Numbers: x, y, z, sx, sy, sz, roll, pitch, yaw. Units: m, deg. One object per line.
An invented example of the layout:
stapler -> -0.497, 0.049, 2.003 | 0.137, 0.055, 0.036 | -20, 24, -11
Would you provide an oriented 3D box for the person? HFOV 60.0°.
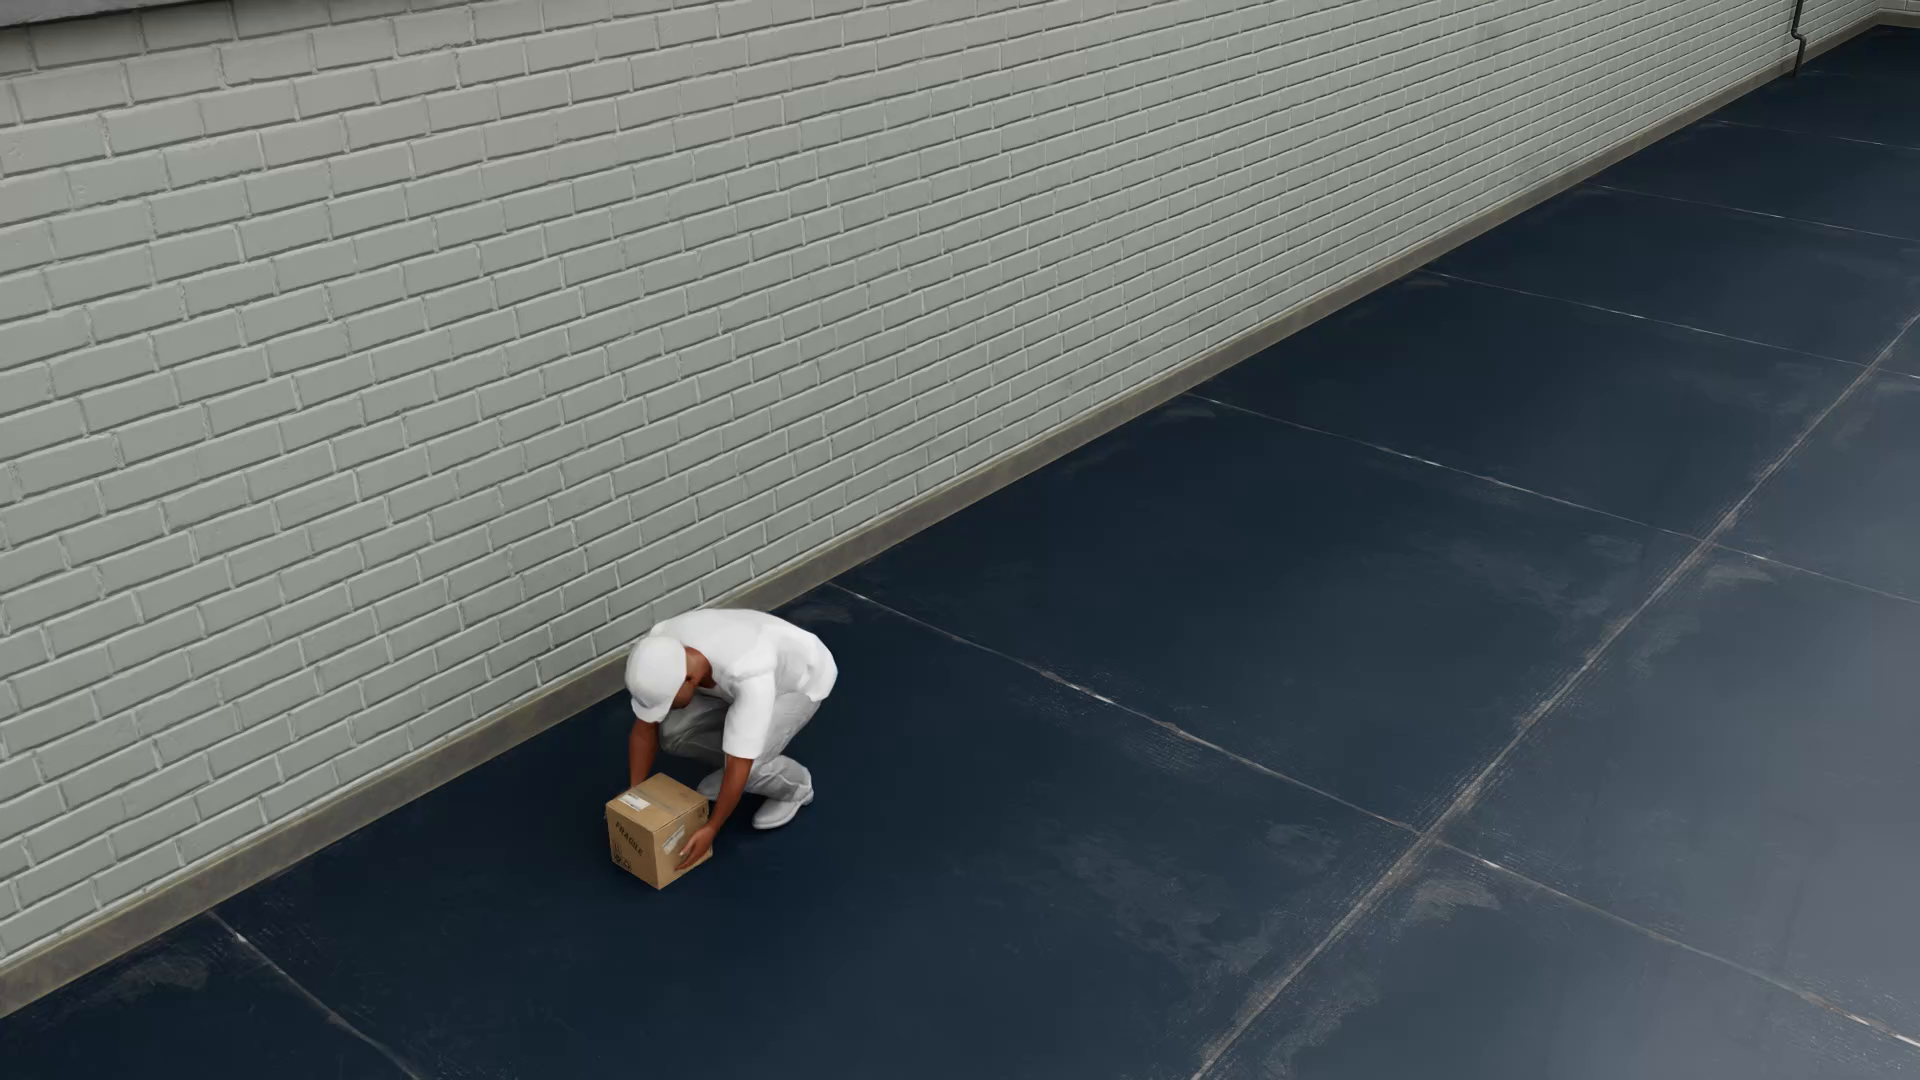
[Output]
person -> -0.801, 0.606, 5.839 | 0.569, 0.926, 0.896 | 21, 34, 34
